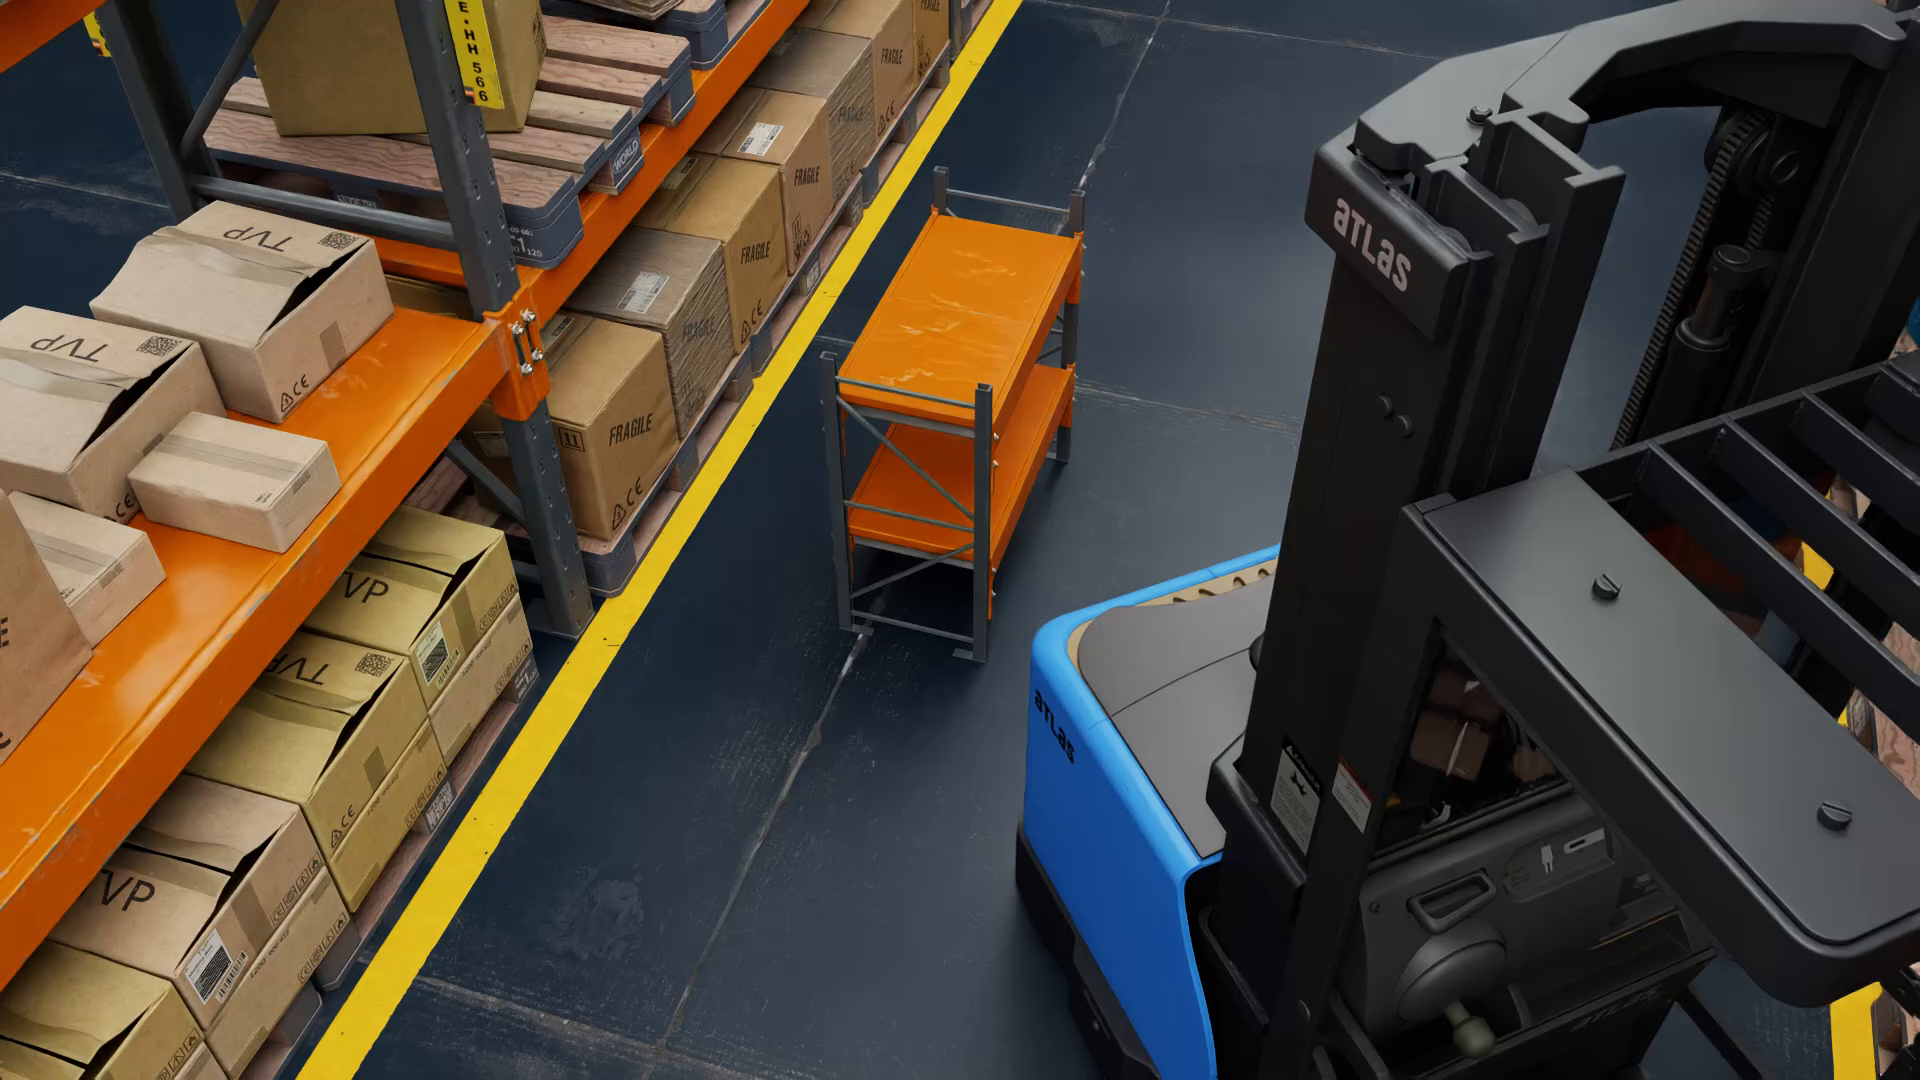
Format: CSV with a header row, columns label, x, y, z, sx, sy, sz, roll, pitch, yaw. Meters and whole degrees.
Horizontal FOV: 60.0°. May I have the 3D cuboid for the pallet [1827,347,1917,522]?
label,x,y,z,sx,sy,sz,roll,pitch,yaw
pallet,3.591,-0.184,5.787,1.003,0.211,1.213,13,46,13

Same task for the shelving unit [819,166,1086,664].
label,x,y,z,sx,sy,sz,roll,pitch,yaw
shelving unit,0.002,-0.407,5.361,0.538,1.125,1.048,13,46,13

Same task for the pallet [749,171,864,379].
label,x,y,z,sx,sy,sz,roll,pitch,yaw
pallet,-1.065,-1.191,6.816,1.003,0.211,1.213,13,46,13

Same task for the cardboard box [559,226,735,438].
label,x,y,z,sx,sy,sz,roll,pitch,yaw
cardboard box,-1.135,-0.745,5.839,0.500,0.500,0.500,11,45,11

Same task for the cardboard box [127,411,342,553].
label,x,y,z,sx,sy,sz,roll,pitch,yaw
cardboard box,-1.708,-0.140,3.928,0.380,0.149,0.250,13,46,13

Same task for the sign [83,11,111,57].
label,x,y,z,sx,sy,sz,roll,pitch,yaw
sign,-2.219,-1.382,4.246,0.100,0.325,0.005,13,46,13

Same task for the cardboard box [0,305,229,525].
label,x,y,z,sx,sy,sz,roll,pitch,yaw
cardboard box,-2.154,-0.301,3.976,0.500,0.311,0.500,12,46,12

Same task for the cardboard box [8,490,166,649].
label,x,y,z,sx,sy,sz,roll,pitch,yaw
cardboard box,-2.031,0.064,3.719,0.380,0.149,0.250,16,47,15

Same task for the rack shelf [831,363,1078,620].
label,x,y,z,sx,sy,sz,roll,pitch,yaw
rack shelf,0.002,-0.232,5.532,0.538,0.278,1.000,13,46,13

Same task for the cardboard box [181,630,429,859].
label,x,y,z,sx,sy,sz,roll,pitch,yaw
cardboard box,-1.774,0.494,4.366,0.500,0.311,0.500,12,46,12

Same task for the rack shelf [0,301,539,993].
label,x,y,z,sx,sy,sz,roll,pitch,yaw
rack shelf,-2.305,0.703,3.402,1.077,0.370,4.000,13,46,13

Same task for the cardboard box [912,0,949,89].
label,x,y,z,sx,sy,sz,roll,pitch,yaw
cardboard box,-0.364,-2.428,7.559,0.500,0.500,0.500,12,46,12

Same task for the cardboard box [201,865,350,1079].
label,x,y,z,sx,sy,sz,roll,pitch,yaw
cardboard box,-1.934,1.026,4.222,0.500,0.250,0.500,14,46,13

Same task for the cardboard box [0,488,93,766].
label,x,y,z,sx,sy,sz,roll,pitch,yaw
cardboard box,-2.191,0.198,3.331,0.500,0.500,0.500,10,45,10

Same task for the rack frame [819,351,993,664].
label,x,y,z,sx,sy,sz,roll,pitch,yaw
rack frame,-0.152,-0.068,5.015,0.500,1.125,0.032,13,46,13

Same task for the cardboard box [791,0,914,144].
label,x,y,z,sx,sy,sz,roll,pitch,yaw
cardboard box,-0.522,-2.100,7.224,0.500,0.500,0.500,13,46,13

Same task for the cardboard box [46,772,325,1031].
label,x,y,z,sx,sy,sz,roll,pitch,yaw
cardboard box,-1.929,0.829,4.022,0.500,0.311,0.500,12,46,12

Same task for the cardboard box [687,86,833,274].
label,x,y,z,sx,sy,sz,roll,pitch,yaw
cardboard box,-0.826,-1.427,6.536,0.500,0.500,0.500,11,45,11

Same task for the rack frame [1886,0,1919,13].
label,x,y,z,sx,sy,sz,roll,pitch,yaw
rack frame,4.232,-2.502,6.162,1.000,3.000,0.127,13,46,13

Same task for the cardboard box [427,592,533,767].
label,x,y,z,sx,sy,sz,roll,pitch,yaw
cardboard box,-1.626,0.347,4.916,0.500,0.250,0.500,14,46,13

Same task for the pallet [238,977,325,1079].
label,x,y,z,sx,sy,sz,roll,pitch,yaw
pallet,-2.357,1.460,4.107,1.003,0.211,1.213,13,46,13

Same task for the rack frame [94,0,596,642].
label,x,y,z,sx,sy,sz,roll,pitch,yaw
rack frame,-1.699,-0.888,4.512,1.000,3.000,0.127,13,46,13

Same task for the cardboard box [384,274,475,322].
label,x,y,z,sx,sy,sz,roll,pitch,yaw
cardboard box,-1.639,-0.825,5.921,0.500,0.500,0.500,14,46,14

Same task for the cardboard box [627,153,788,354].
label,x,y,z,sx,sy,sz,roll,pitch,yaw
cardboard box,-0.979,-1.078,6.179,0.500,0.500,0.500,12,46,12

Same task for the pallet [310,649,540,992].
label,x,y,z,sx,sy,sz,roll,pitch,yaw
pallet,-1.985,0.649,4.935,1.003,0.211,1.213,13,46,13

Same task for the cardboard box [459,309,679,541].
label,x,y,z,sx,sy,sz,roll,pitch,yaw
cardboard box,-1.289,-0.394,5.481,0.500,0.500,0.500,14,46,14

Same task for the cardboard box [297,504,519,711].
label,x,y,z,sx,sy,sz,roll,pitch,yaw
cardboard box,-1.623,0.146,4.721,0.500,0.311,0.500,14,46,14

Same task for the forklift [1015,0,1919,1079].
label,x,y,z,sx,sy,sz,roll,pitch,yaw
forklift,1.212,0.733,2.906,1.130,2.935,3.031,-17,47,-17

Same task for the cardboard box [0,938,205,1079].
label,x,y,z,sx,sy,sz,roll,pitch,yaw
cardboard box,-2.083,1.163,3.682,0.500,0.311,0.500,14,46,14

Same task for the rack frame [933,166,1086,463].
label,x,y,z,sx,sy,sz,roll,pitch,yaw
rack frame,0.156,-0.745,5.707,0.500,1.125,0.032,13,46,13

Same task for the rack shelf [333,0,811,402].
label,x,y,z,sx,sy,sz,roll,pitch,yaw
rack shelf,-1.093,-1.964,6.126,1.077,0.370,4.000,13,46,13

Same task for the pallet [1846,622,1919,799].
label,x,y,z,sx,sy,sz,roll,pitch,yaw
pallet,3.220,0.626,4.959,1.003,0.211,1.213,13,46,13

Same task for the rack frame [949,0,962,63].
label,x,y,z,sx,sy,sz,roll,pitch,yaw
rack frame,-0.488,-3.554,7.237,1.000,3.000,0.127,13,46,13

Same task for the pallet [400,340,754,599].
label,x,y,z,sx,sy,sz,roll,pitch,yaw
pallet,-1.437,-0.381,5.988,1.003,0.211,1.213,13,46,13

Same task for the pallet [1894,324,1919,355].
label,x,y,z,sx,sy,sz,roll,pitch,yaw
pallet,3.959,-1.000,6.621,1.003,0.211,1.213,13,46,13

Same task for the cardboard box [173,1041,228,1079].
label,x,y,z,sx,sy,sz,roll,pitch,yaw
cardboard box,-2.087,1.370,3.871,0.500,0.250,0.500,13,46,13

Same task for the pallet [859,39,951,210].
label,x,y,z,sx,sy,sz,roll,pitch,yaw
pallet,-0.698,-2.007,7.650,1.003,0.211,1.213,13,46,13

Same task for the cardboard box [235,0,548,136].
label,x,y,z,sx,sy,sz,roll,pitch,yaw
cardboard box,-1.616,-1.517,4.784,0.700,0.500,0.500,-1,44,-1

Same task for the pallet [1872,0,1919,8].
label,x,y,z,sx,sy,sz,roll,pitch,yaw
pallet,4.785,-2.820,8.481,1.003,0.211,1.213,13,46,13

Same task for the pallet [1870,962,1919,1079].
label,x,y,z,sx,sy,sz,roll,pitch,yaw
pallet,2.749,1.669,3.894,1.003,0.211,1.213,13,46,13

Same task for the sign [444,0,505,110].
label,x,y,z,sx,sy,sz,roll,pitch,yaw
sign,-1.169,-1.186,3.990,0.100,0.325,0.005,13,46,13

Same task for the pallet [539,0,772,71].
label,x,y,z,sx,sy,sz,roll,pitch,yaw
pallet,-1.114,-2.116,5.905,1.003,0.211,1.213,13,46,13

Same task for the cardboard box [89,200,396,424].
label,x,y,z,sx,sy,sz,roll,pitch,yaw
cardboard box,-1.851,-0.623,4.305,0.500,0.311,0.500,15,46,15

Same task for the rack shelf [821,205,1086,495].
label,x,y,z,sx,sy,sz,roll,pitch,yaw
rack shelf,0.002,-0.616,5.156,0.538,0.278,1.000,13,46,13

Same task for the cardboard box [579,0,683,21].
label,x,y,z,sx,sy,sz,roll,pitch,yaw
cardboard box,-1.157,-2.086,5.366,0.700,0.500,0.500,21,48,20

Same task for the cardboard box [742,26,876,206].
label,x,y,z,sx,sy,sz,roll,pitch,yaw
cardboard box,-0.674,-1.766,6.883,0.500,0.500,0.500,13,46,13

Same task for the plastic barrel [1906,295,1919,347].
label,x,y,z,sx,sy,sz,roll,pitch,yaw
plastic barrel,3.837,-1.071,5.900,0.600,0.901,0.708,13,46,13

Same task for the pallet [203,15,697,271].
label,x,y,z,sx,sy,sz,roll,pitch,yaw
pallet,-1.560,-1.286,5.057,1.213,0.211,1.003,13,46,13

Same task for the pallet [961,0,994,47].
label,x,y,z,sx,sy,sz,roll,pitch,yaw
pallet,-0.279,-3.015,8.680,1.003,0.211,1.213,13,46,13

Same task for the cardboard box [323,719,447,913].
label,x,y,z,sx,sy,sz,roll,pitch,yaw
cardboard box,-1.778,0.692,4.564,0.500,0.250,0.500,12,46,12
